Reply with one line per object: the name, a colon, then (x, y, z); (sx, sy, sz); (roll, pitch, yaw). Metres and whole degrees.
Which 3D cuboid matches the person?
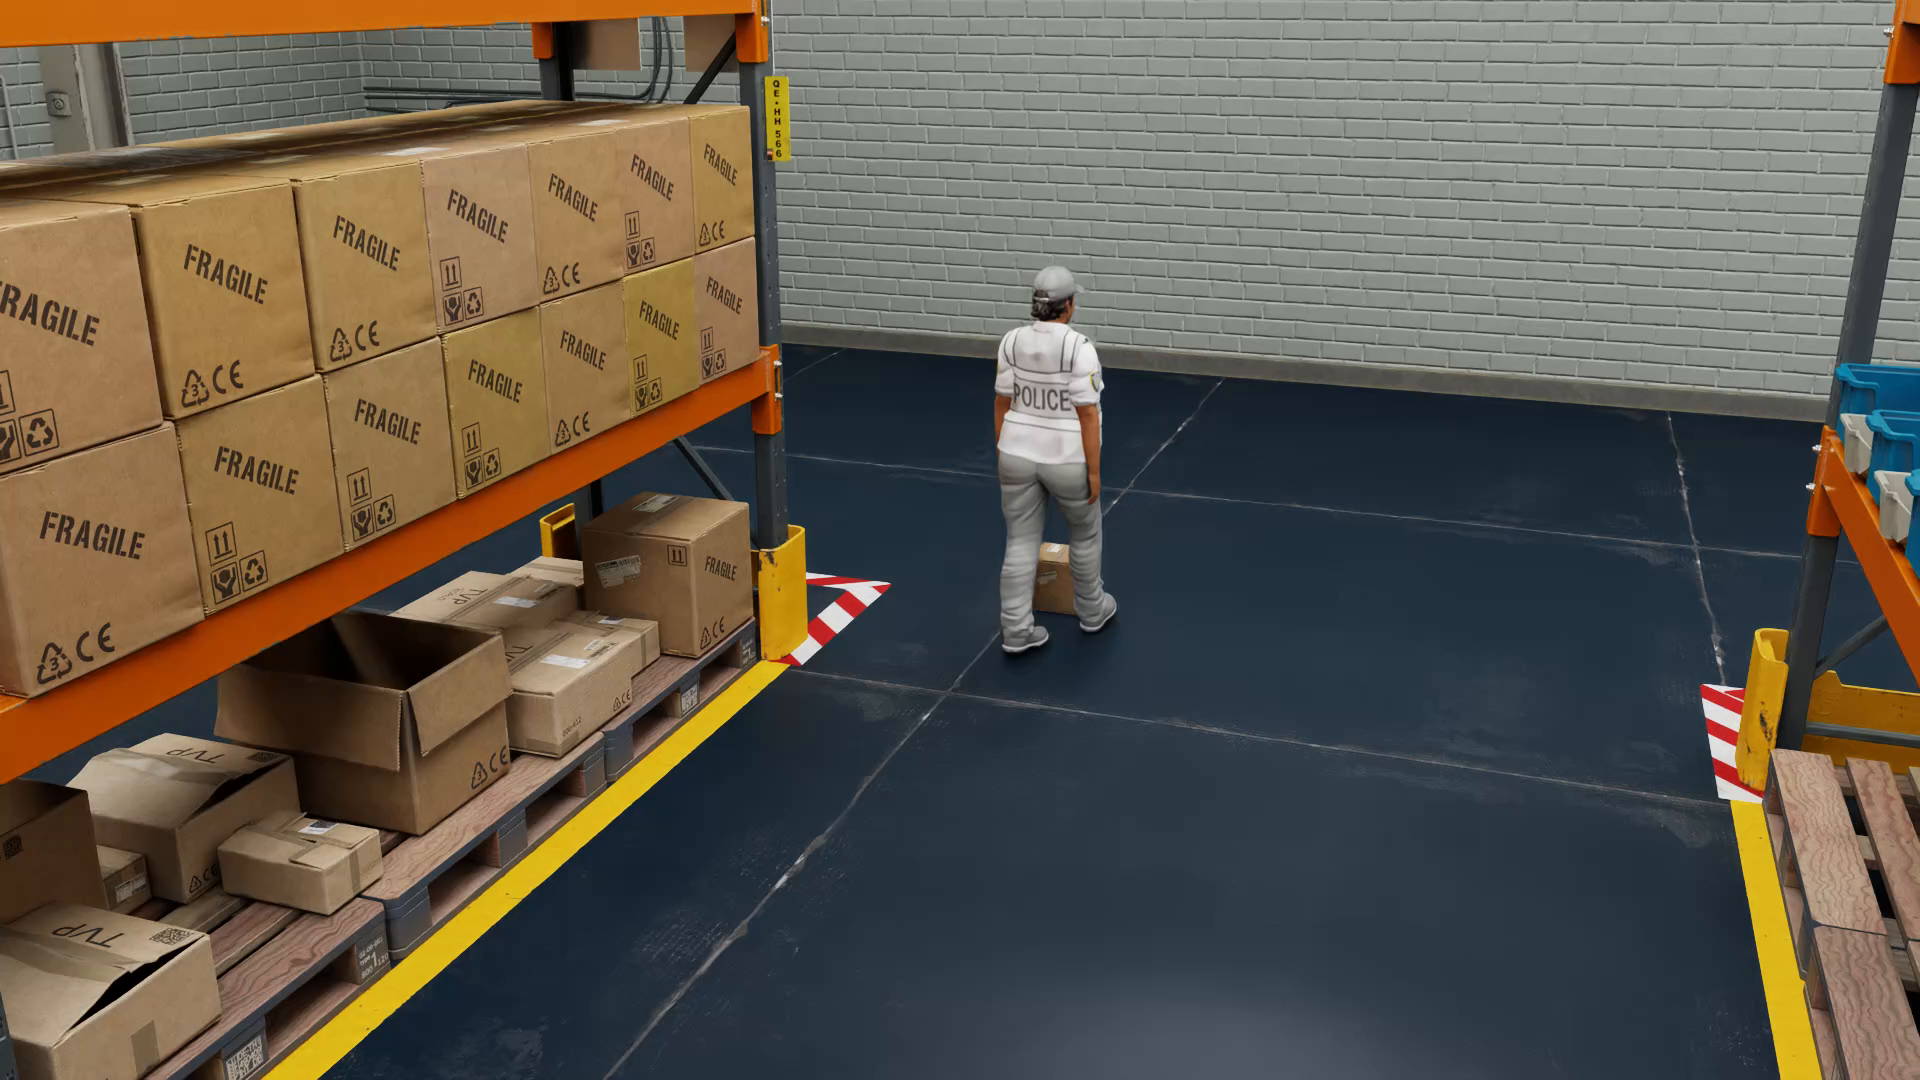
person: (0.425, -0.366, 7.130); (0.487, 1.651, 0.697); (8, 20, 23)
